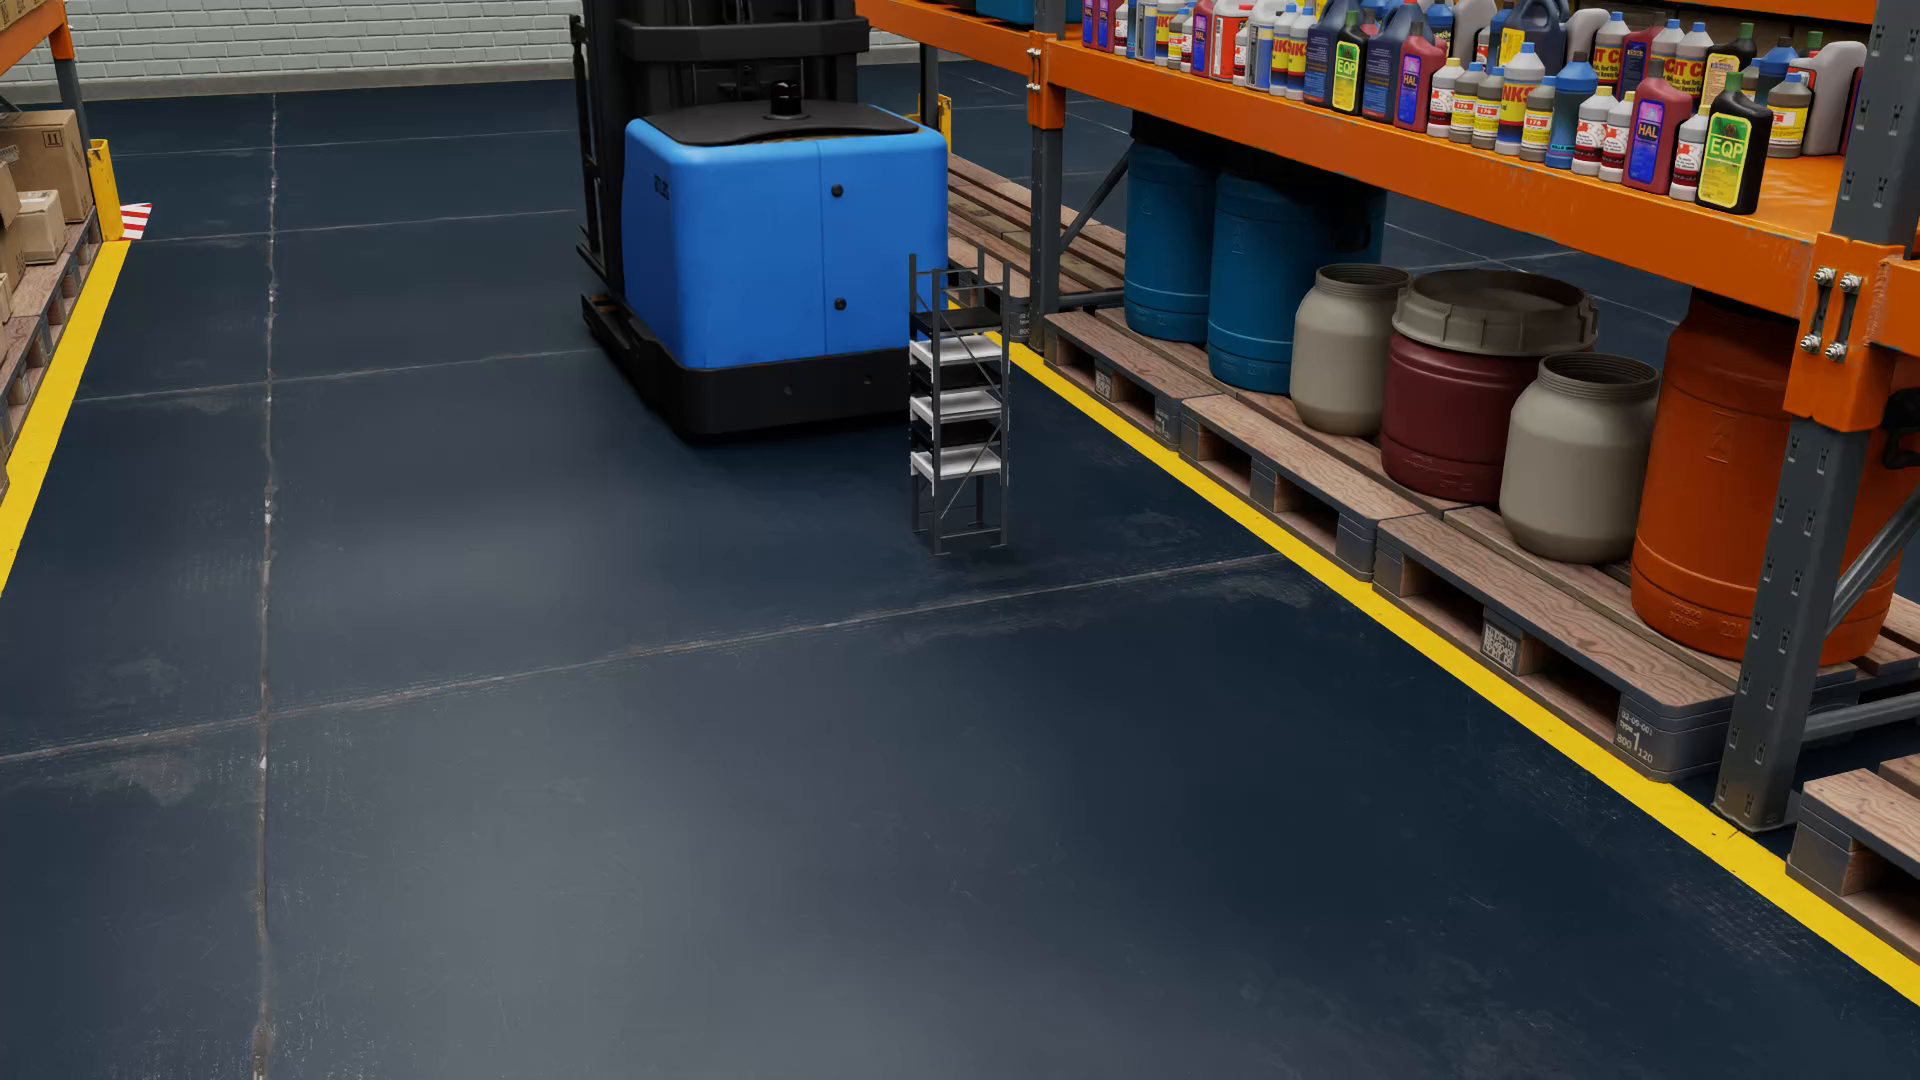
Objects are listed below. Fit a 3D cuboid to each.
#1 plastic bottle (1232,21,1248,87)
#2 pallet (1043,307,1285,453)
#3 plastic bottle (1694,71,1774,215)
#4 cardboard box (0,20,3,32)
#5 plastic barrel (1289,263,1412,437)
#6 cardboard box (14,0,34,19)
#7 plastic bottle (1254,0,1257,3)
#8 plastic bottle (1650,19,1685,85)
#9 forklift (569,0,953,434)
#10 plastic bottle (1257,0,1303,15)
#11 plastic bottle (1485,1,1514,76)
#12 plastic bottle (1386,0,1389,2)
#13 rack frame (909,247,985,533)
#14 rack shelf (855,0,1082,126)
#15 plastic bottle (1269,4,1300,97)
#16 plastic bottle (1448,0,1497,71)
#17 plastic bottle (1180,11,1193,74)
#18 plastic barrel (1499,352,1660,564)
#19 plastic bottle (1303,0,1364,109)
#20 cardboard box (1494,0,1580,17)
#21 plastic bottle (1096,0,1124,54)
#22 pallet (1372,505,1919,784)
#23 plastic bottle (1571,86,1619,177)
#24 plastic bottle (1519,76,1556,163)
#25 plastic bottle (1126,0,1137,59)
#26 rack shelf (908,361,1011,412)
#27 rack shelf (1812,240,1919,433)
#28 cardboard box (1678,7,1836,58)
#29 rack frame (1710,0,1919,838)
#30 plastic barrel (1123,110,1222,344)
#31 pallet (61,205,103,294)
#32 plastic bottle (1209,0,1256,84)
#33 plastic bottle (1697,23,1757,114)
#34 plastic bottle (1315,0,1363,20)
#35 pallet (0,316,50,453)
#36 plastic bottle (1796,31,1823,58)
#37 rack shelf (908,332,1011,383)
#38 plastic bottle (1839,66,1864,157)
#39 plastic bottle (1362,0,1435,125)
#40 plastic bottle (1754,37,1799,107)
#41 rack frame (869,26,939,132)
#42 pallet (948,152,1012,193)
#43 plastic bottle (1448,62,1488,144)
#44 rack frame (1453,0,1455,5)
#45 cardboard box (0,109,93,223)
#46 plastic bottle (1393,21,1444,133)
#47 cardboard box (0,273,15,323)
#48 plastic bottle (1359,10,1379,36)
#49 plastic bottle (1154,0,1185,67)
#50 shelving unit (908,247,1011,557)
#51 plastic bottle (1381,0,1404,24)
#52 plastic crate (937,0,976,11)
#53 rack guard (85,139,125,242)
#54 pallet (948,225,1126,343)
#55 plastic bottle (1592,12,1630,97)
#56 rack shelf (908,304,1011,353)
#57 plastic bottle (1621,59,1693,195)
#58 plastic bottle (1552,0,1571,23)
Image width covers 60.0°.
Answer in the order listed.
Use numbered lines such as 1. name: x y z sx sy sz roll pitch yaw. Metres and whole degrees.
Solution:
1. plastic bottle: 0.936 -1.573 5.375 0.097 0.201 0.097 0 23 0
2. pallet: 1.020 -0.696 6.629 1.003 0.211 1.213 -8 24 -19
3. plastic bottle: 1.657 -0.848 3.550 0.061 0.283 0.133 -8 24 -19
4. cardboard box: -4.133 -2.225 6.538 0.500 0.500 0.500 -8 24 -19
5. plastic barrel: 1.329 -0.639 5.567 0.421 0.512 0.421 0 23 0
6. cardboard box: -4.491 -2.593 7.410 0.500 0.500 0.500 -8 24 -19
7. plastic bottle: 1.118 -2.053 6.514 0.097 0.201 0.097 0 23 0
8. plastic bottle: 2.007 -1.337 4.727 0.097 0.271 0.097 0 23 0
9. forklift: -1.054 -2.271 6.866 1.130 2.935 3.031 -9 24 -20
10. plastic bottle: 1.063 -1.674 5.519 0.152 0.276 0.135 -8 24 -19
11. plastic bottle: 1.721 -1.564 5.265 0.097 0.271 0.097 0 23 0
12. plastic bottle: 1.535 -1.795 5.806 0.152 0.276 0.135 -8 24 -19
13. rack frame: -0.039 -0.455 5.170 0.240 0.900 0.006 -8 24 -19
14. rack shelf: 0.080 -2.662 8.630 1.077 0.370 4.000 -8 24 -19
15. plastic bottle: 1.018 -1.520 5.161 0.097 0.271 0.097 0 23 0
16. plastic bottle: 1.665 -1.662 5.490 0.152 0.276 0.135 -8 24 -19
17. plastic bottle: 0.807 -1.705 5.690 0.097 0.201 0.097 0 23 0
18. plastic barrel: 1.728 -0.229 4.593 0.421 0.512 0.421 0 23 0
19. plastic bottle: 1.124 -1.474 4.948 0.144 0.351 0.185 -8 24 -19
20. cardboard box: 4.308 -3.393 11.632 0.875 0.875 0.875 -8 24 -19
21. plastic bottle: 0.564 -1.973 6.219 0.061 0.283 0.133 -8 24 -19
22. pallet: 1.882 0.191 4.526 1.003 0.211 1.213 -8 24 -19
23. plastic bottle: 1.518 -0.974 3.955 0.097 0.201 0.097 0 23 0
24. plastic bottle: 1.449 -1.045 4.122 0.097 0.201 0.097 0 23 0
25. plastic bottle: 0.656 -1.893 6.044 0.097 0.271 0.097 0 23 0
26. rack shelf: -0.003 -0.470 5.060 0.258 0.077 0.200 -8 24 -19
27. rack shelf: 2.906 0.245 1.733 1.077 0.370 4.000 -8 24 -19
28. cardboard box: 4.944 -2.739 10.081 0.875 0.875 0.875 -8 24 -19
29. rack frame: 2.199 -0.813 3.318 1.000 3.000 0.127 -8 24 -19
30. plastic barrel: 0.963 -1.293 6.618 0.600 0.901 0.708 -8 24 -19
31. pallet: -4.953 -1.440 8.394 1.003 0.211 1.213 -8 24 -19
32. plastic bottle: 0.921 -1.653 5.469 0.152 0.276 0.135 -8 24 -19
33. plastic bottle: 2.099 -1.268 4.547 0.061 0.283 0.133 -8 24 -19
34. plastic bottle: 1.348 -1.868 5.884 0.144 0.351 0.185 -8 24 -19
35. pallet: -4.091 -0.553 6.291 1.003 0.211 1.213 -8 24 -19
36. plastic bottle: 2.181 -1.184 4.348 0.061 0.283 0.133 -8 24 -19
37. rack shelf: -0.003 -0.553 5.025 0.258 0.077 0.200 -8 24 -19
38. plastic bottle: 2.276 -1.087 4.117 0.061 0.283 0.133 -8 24 -19
39. plastic bottle: 1.236 -1.358 4.673 0.144 0.351 0.185 -8 24 -19
40. plastic bottle: 2.113 -1.161 4.309 0.097 0.271 0.097 0 23 0
41. rack frame: -0.627 -3.720 10.215 1.000 3.000 0.127 -8 24 -19
42. pallet: -0.372 -2.130 10.033 1.003 0.211 1.213 -8 24 -19
43. plastic bottle: 1.346 -1.151 4.374 0.097 0.201 0.097 0 23 0
44. rack frame: 4.007 -4.400 11.827 1.000 3.000 0.127 -8 24 -19
45. cardboard box: -4.839 -1.929 8.617 0.500 0.500 0.500 -8 24 -19
46. plastic bottle: 1.254 -1.263 4.536 0.061 0.283 0.133 -8 24 -19
47. cardboard box: -4.110 -0.981 6.797 0.380 0.166 0.250 -8 24 -19
48. plastic bottle: 1.198 -1.387 4.830 0.061 0.283 0.133 -8 24 -19
49. plastic bottle: 0.738 -1.808 5.844 0.097 0.271 0.097 0 23 0
50. shelving unit: -0.003 -0.418 5.082 0.258 0.900 0.210 -8 24 -19
51. plastic bottle: 1.473 -1.720 5.634 0.097 0.271 0.097 0 23 0
52. plastic crate: 0.140 -2.538 7.685 0.437 0.125 0.590 -8 24 -19
53. rack guard: -5.235 -1.862 9.025 1.175 0.500 0.348 -8 24 -19
54. pallet: 0.490 -1.244 7.929 1.003 0.211 1.213 -8 24 -19
55. plastic bottle: 1.926 -1.421 4.926 0.097 0.271 0.097 0 23 0
56. rack shelf: -0.003 -0.636 4.990 0.258 0.077 0.200 -8 24 -19
57. plastic bottle: 1.576 -0.932 3.749 0.061 0.283 0.133 -8 24 -19
58. plastic bottle: 1.806 -1.555 5.140 0.144 0.351 0.185 -8 24 -19
